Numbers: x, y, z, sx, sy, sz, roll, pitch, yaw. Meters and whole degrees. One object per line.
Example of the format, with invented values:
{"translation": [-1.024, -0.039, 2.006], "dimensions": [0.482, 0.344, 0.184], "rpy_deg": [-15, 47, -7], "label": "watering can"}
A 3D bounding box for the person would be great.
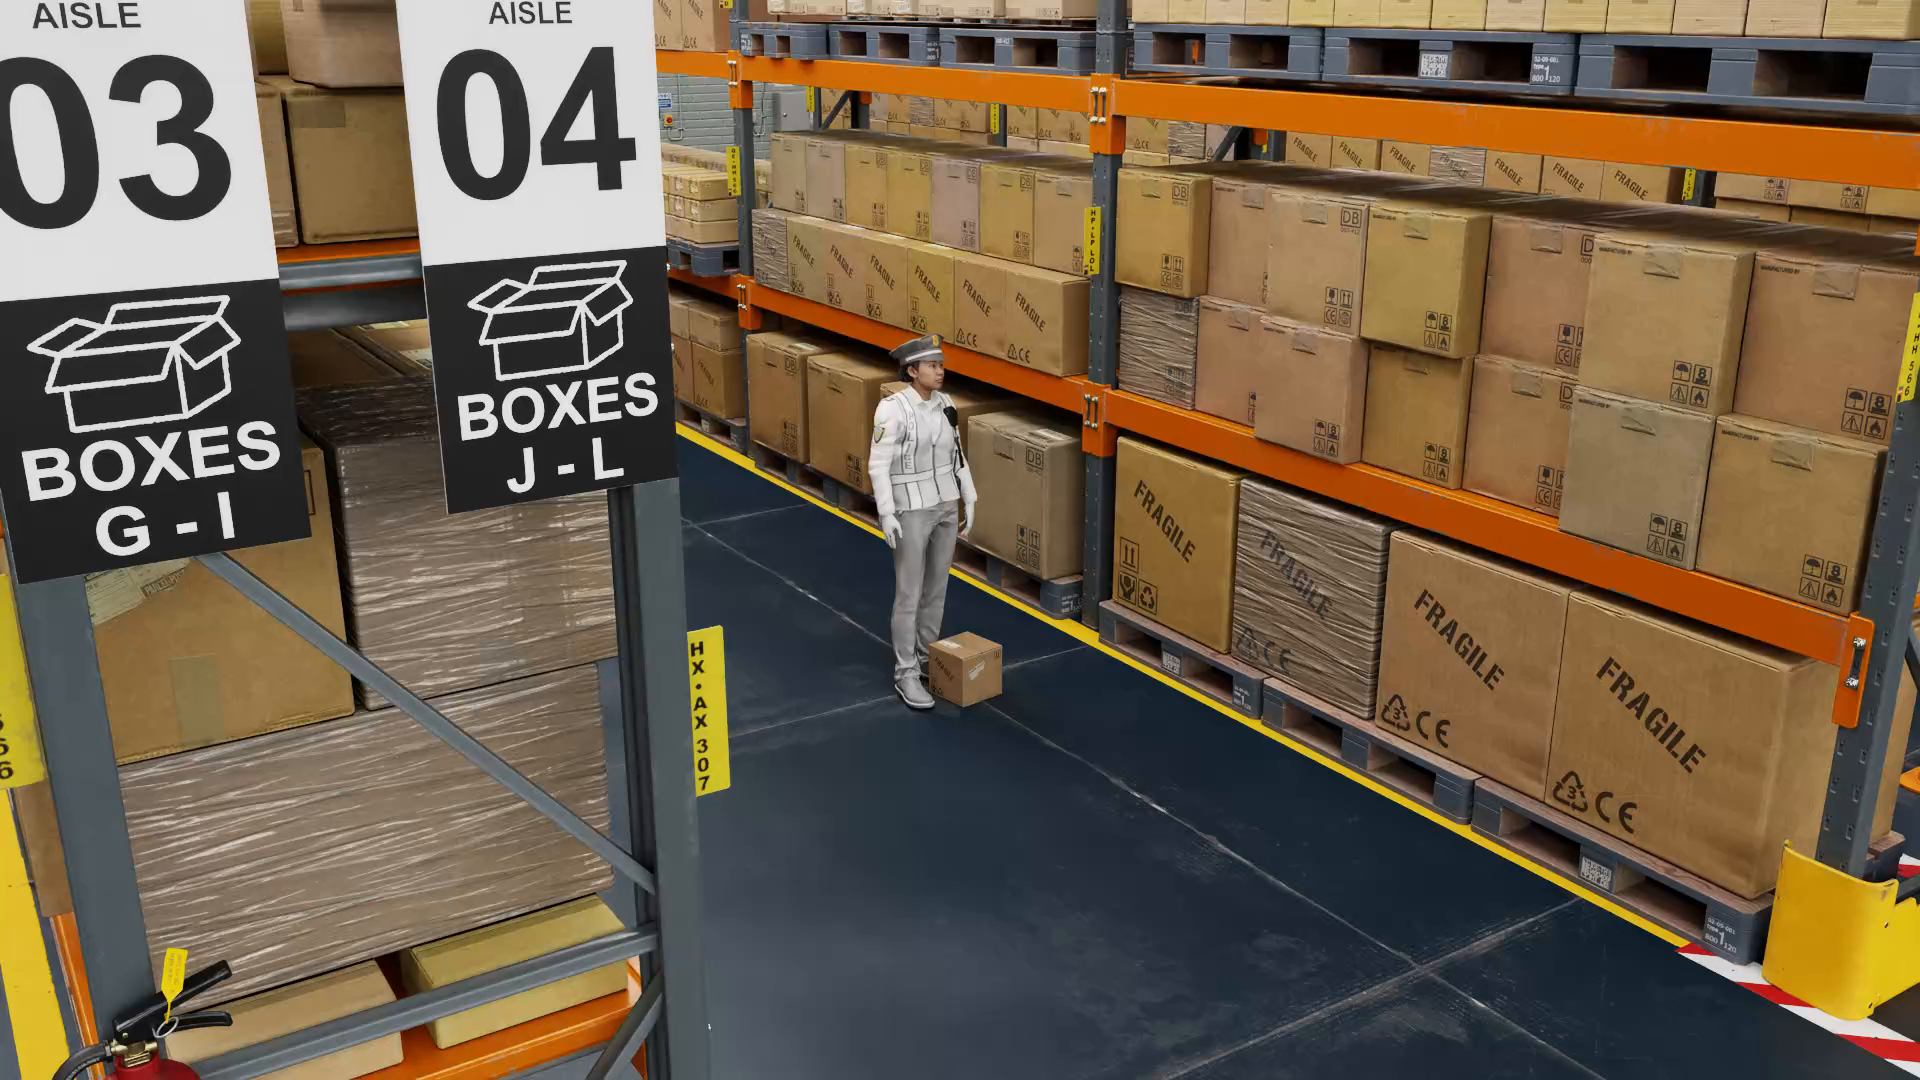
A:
{"translation": [-0.129, -0.122, 7.844], "dimensions": [0.588, 1.697, 0.534], "rpy_deg": [-15, 23, -38], "label": "person"}
